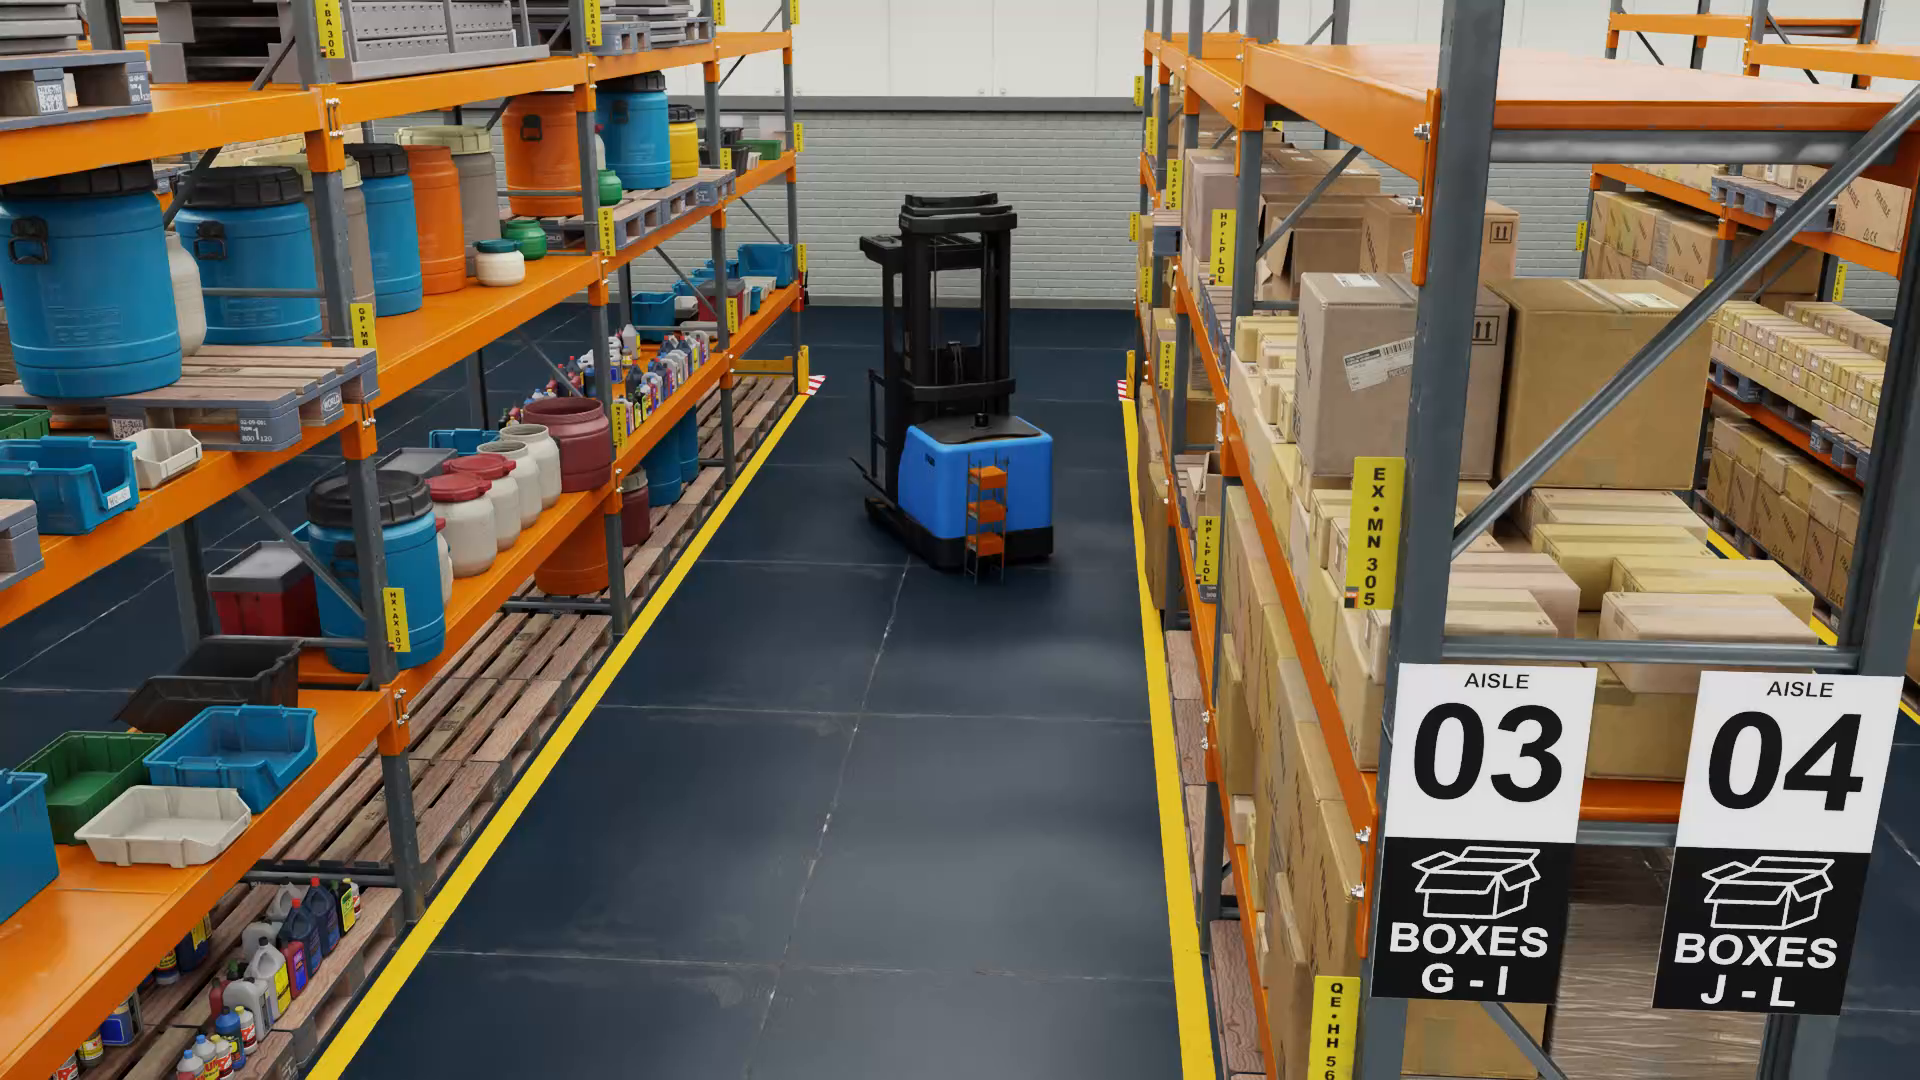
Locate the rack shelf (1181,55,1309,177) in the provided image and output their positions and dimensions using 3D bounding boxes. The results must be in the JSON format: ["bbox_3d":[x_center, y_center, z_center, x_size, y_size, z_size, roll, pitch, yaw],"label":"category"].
[{"bbox_3d":[1.829,-2.329,8.877,1.077,0.370,4.000,1,18,4],"label":"rack shelf"}]

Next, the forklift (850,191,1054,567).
[{"bbox_3d":[-0.217,-1.594,14.582,1.130,2.935,3.031,-7,19,-20],"label":"forklift"}]

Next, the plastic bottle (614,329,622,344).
[{"bbox_3d":[-3.142,-1.783,15.234,0.061,0.283,0.133,1,18,4],"label":"plastic bottle"}]

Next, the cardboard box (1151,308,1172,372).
[{"bbox_3d":[1.977,-1.784,14.889,0.500,0.500,0.500,1,18,4],"label":"cardboard box"}]

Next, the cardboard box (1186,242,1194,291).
[{"bbox_3d":[1.648,-1.686,10.174,0.500,0.250,0.500,2,18,5],"label":"cardboard box"}]

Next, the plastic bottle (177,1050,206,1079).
[{"bbox_3d":[-3.076,2.168,6.666,0.097,0.271,0.097,0,18,0],"label":"plastic bottle"}]

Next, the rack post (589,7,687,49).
[{"bbox_3d":[-2.699,-3.966,12.878,0.937,0.300,0.954,3,18,10],"label":"rack post"}]

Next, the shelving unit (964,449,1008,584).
[{"bbox_3d":[0.205,-0.184,13.277,0.252,1.050,0.215,-10,24,-27],"label":"shelving unit"}]

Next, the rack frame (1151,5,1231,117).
[{"bbox_3d":[2.549,-5.967,18.181,0.949,2.616,0.053,1,18,4],"label":"rack frame"}]

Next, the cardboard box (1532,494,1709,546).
[{"bbox_3d":[1.750,-0.013,4.429,0.380,0.149,0.250,2,18,6],"label":"cardboard box"}]

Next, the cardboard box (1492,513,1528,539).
[{"bbox_3d":[1.762,0.041,4.904,0.500,0.250,0.500,1,18,4],"label":"cardboard box"}]

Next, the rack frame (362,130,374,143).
[{"bbox_3d":[-7.335,-3.338,19.794,1.000,3.000,0.127,1,18,4],"label":"rack frame"}]

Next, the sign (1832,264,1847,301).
[{"bbox_3d":[7.753,-2.270,14.675,0.100,0.325,0.005,1,18,4],"label":"sign"}]

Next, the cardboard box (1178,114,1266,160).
[{"bbox_3d":[2.228,-3.366,14.225,0.700,0.500,0.500,2,18,5],"label":"cardboard box"}]

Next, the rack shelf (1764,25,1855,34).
[{"bbox_3d":[7.343,-4.928,15.942,0.831,0.071,3.687,1,18,4],"label":"rack shelf"}]

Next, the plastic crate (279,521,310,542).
[{"bbox_3d":[-3.486,0.159,9.148,0.392,0.384,0.575,1,18,4],"label":"plastic crate"}]

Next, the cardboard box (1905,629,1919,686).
[{"bbox_3d":[6.779,0.567,10.813,1.050,0.750,0.750,1,18,3],"label":"cardboard box"}]

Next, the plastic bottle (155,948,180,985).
[{"bbox_3d":[-3.616,1.877,7.552,0.097,0.271,0.097,0,18,0],"label":"plastic bottle"}]

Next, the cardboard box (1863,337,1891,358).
[{"bbox_3d":[7.253,-1.477,12.887,0.380,0.149,0.250,1,18,3],"label":"cardboard box"}]

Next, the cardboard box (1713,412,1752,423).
[{"bbox_3d":[7.478,-1.125,15.988,0.380,0.149,0.250,1,18,3],"label":"cardboard box"}]

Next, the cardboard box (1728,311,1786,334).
[{"bbox_3d":[6.677,-1.816,13.922,0.380,0.149,0.250,1,18,4],"label":"cardboard box"}]

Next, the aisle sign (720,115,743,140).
[{"bbox_3d":[-2.685,-4.491,19.136,0.394,0.787,0.004,1,18,4],"label":"aisle sign"}]

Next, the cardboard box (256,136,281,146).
[{"bbox_3d":[-7.257,-4.143,16.872,0.500,0.250,0.500,1,18,4],"label":"cardboard box"}]

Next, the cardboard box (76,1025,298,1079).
[{"bbox_3d":[-3.429,2.413,6.719,1.085,0.211,1.280,3,18,8],"label":"cardboard box"}]

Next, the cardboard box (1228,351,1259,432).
[{"bbox_3d":[1.398,-0.609,6.888,0.500,0.250,0.500,1,18,2],"label":"cardboard box"}]

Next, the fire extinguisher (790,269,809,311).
[{"bbox_3d":[-1.930,-3.049,19.635,0.296,0.674,0.183,1,18,4],"label":"fire extinguisher"}]

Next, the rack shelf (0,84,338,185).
[{"bbox_3d":[-3.398,-1.197,5.423,1.077,0.370,4.000,1,18,4],"label":"rack shelf"}]

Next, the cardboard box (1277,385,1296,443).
[{"bbox_3d":[1.299,-0.433,5.710,0.380,0.149,0.250,1,18,3],"label":"cardboard box"}]

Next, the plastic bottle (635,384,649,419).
[{"bbox_3d":[-2.519,-1.100,13.170,0.097,0.271,0.097,0,18,0],"label":"plastic bottle"}]

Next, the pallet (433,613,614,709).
[{"bbox_3d":[-3.062,0.823,11.572,1.003,0.211,1.213,1,18,4],"label":"pallet"}]

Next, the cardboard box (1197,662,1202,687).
[{"bbox_3d":[1.917,0.729,10.690,0.700,0.500,0.500,0,18,-1],"label":"cardboard box"}]

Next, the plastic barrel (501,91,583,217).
[{"bbox_3d":[-2.924,-2.747,11.808,0.600,0.830,0.708,1,18,4],"label":"plastic barrel"}]

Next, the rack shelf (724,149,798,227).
[{"bbox_3d":[-2.538,-3.689,17.202,1.077,0.370,4.000,1,18,4],"label":"rack shelf"}]

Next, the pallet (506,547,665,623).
[{"bbox_3d":[-2.953,0.337,13.054,1.003,0.211,1.213,1,18,4],"label":"pallet"}]

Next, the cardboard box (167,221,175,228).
[{"bbox_3d":[-7.809,-2.941,16.814,0.500,0.500,0.500,1,18,3],"label":"cardboard box"}]

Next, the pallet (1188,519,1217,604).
[{"bbox_3d":[1.871,0.076,9.683,1.003,0.211,1.213,1,18,4],"label":"pallet"}]

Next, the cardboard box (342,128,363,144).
[{"bbox_3d":[-7.108,-4.527,18.845,0.500,0.250,0.500,1,18,4],"label":"cardboard box"}]

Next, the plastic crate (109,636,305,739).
[{"bbox_3d":[-3.419,0.690,7.601,0.767,0.338,0.504,1,18,4],"label":"plastic crate"}]

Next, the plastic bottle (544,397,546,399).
[{"bbox_3d":[-3.286,-1.041,13.101,0.097,0.201,0.097,0,18,0],"label":"plastic bottle"}]

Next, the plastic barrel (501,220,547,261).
[{"bbox_3d":[-2.934,-2.016,11.189,0.294,0.245,0.294,0,18,0],"label":"plastic barrel"}]

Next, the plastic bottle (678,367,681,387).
[{"bbox_3d":[-2.440,-1.412,14.233,0.097,0.201,0.097,0,18,0],"label":"plastic bottle"}]

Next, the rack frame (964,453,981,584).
[{"bbox_3d":[0.098,-0.166,13.222,0.008,1.050,0.200,-10,24,-27],"label":"rack frame"}]

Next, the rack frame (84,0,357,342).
[{"bbox_3d":[-3.254,-2.350,7.144,1.000,3.000,0.127,1,18,4],"label":"rack frame"}]

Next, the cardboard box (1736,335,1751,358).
[{"bbox_3d":[6.659,-1.599,13.738,0.380,0.149,0.250,1,18,2],"label":"cardboard box"}]

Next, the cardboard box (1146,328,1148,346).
[{"bbox_3d":[1.973,-1.936,15.919,0.380,0.149,0.250,2,18,5],"label":"cardboard box"}]

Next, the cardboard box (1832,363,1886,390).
[{"bbox_3d":[6.529,-1.174,11.962,0.380,0.149,0.250,2,18,6],"label":"cardboard box"}]

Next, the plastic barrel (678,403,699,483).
[{"bbox_3d":[-2.737,-1.018,15.408,0.600,0.901,0.708,1,18,4],"label":"plastic barrel"}]

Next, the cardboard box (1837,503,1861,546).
[{"bbox_3d":[6.700,-0.076,11.972,0.500,0.250,0.500,1,18,3],"label":"cardboard box"}]

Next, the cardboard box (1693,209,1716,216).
[{"bbox_3d":[7.602,-3.007,16.538,0.500,0.500,0.500,1,18,2],"label":"cardboard box"}]

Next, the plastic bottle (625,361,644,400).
[{"bbox_3d":[-2.661,-1.287,13.614,0.144,0.351,0.185,1,18,4],"label":"plastic bottle"}]

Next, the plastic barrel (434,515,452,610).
[{"bbox_3d":[-2.967,0.144,8.949,0.433,0.535,0.433,0,18,0],"label":"plastic barrel"}]

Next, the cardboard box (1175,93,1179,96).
[{"bbox_3d":[2.478,-4.164,16.501,0.700,0.500,0.500,2,18,6],"label":"cardboard box"}]

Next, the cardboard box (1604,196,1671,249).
[{"bbox_3d":[7.159,-3.347,17.578,0.500,0.500,0.500,2,18,6],"label":"cardboard box"}]

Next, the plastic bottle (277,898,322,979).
[{"bbox_3d":[-3.027,1.816,7.610,0.144,0.351,0.185,0,18,1],"label":"plastic bottle"}]

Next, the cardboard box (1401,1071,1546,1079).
[{"bbox_3d":[1.466,1.494,4.407,0.875,0.500,0.500,1,18,4],"label":"cardboard box"}]

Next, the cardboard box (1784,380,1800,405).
[{"bbox_3d":[6.587,-1.131,12.787,0.380,0.149,0.250,2,18,6],"label":"cardboard box"}]

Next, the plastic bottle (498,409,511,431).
[{"bbox_3d":[-3.364,-0.822,12.300,0.061,0.283,0.133,1,18,4],"label":"plastic bottle"}]

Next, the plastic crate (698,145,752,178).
[{"bbox_3d":[-2.318,-3.727,16.373,0.497,0.269,0.590,1,18,4],"label":"plastic crate"}]

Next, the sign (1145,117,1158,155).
[{"bbox_3d":[1.706,-3.594,14.800,0.100,0.325,0.005,1,18,4],"label":"sign"}]
